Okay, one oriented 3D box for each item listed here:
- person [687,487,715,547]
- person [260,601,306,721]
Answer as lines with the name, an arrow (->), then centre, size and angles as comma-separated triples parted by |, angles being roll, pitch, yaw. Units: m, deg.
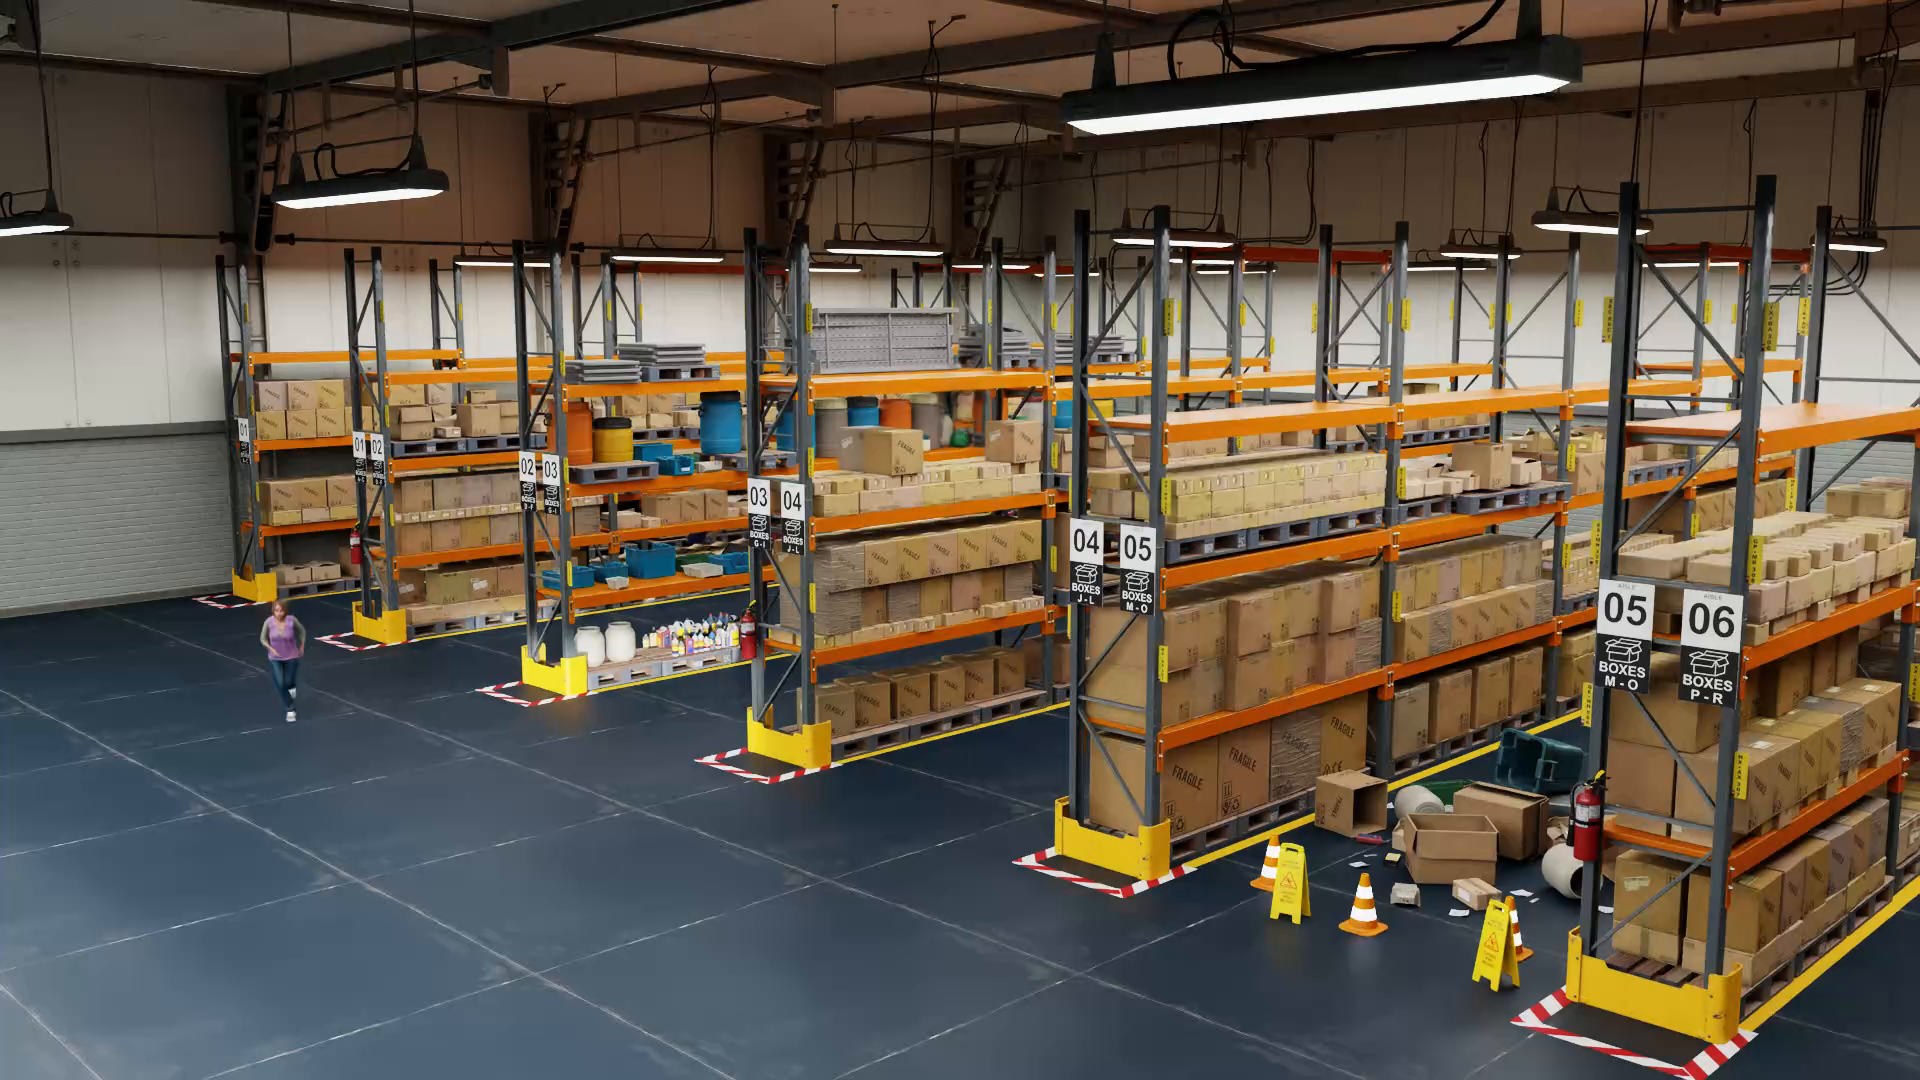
person -> -5.151, -0.262, 32.983 | 0.572, 1.582, 0.714 | 8, 11, 43
person -> -8.442, 1.486, 20.779 | 0.521, 1.543, 0.681 | -2, 8, -14
